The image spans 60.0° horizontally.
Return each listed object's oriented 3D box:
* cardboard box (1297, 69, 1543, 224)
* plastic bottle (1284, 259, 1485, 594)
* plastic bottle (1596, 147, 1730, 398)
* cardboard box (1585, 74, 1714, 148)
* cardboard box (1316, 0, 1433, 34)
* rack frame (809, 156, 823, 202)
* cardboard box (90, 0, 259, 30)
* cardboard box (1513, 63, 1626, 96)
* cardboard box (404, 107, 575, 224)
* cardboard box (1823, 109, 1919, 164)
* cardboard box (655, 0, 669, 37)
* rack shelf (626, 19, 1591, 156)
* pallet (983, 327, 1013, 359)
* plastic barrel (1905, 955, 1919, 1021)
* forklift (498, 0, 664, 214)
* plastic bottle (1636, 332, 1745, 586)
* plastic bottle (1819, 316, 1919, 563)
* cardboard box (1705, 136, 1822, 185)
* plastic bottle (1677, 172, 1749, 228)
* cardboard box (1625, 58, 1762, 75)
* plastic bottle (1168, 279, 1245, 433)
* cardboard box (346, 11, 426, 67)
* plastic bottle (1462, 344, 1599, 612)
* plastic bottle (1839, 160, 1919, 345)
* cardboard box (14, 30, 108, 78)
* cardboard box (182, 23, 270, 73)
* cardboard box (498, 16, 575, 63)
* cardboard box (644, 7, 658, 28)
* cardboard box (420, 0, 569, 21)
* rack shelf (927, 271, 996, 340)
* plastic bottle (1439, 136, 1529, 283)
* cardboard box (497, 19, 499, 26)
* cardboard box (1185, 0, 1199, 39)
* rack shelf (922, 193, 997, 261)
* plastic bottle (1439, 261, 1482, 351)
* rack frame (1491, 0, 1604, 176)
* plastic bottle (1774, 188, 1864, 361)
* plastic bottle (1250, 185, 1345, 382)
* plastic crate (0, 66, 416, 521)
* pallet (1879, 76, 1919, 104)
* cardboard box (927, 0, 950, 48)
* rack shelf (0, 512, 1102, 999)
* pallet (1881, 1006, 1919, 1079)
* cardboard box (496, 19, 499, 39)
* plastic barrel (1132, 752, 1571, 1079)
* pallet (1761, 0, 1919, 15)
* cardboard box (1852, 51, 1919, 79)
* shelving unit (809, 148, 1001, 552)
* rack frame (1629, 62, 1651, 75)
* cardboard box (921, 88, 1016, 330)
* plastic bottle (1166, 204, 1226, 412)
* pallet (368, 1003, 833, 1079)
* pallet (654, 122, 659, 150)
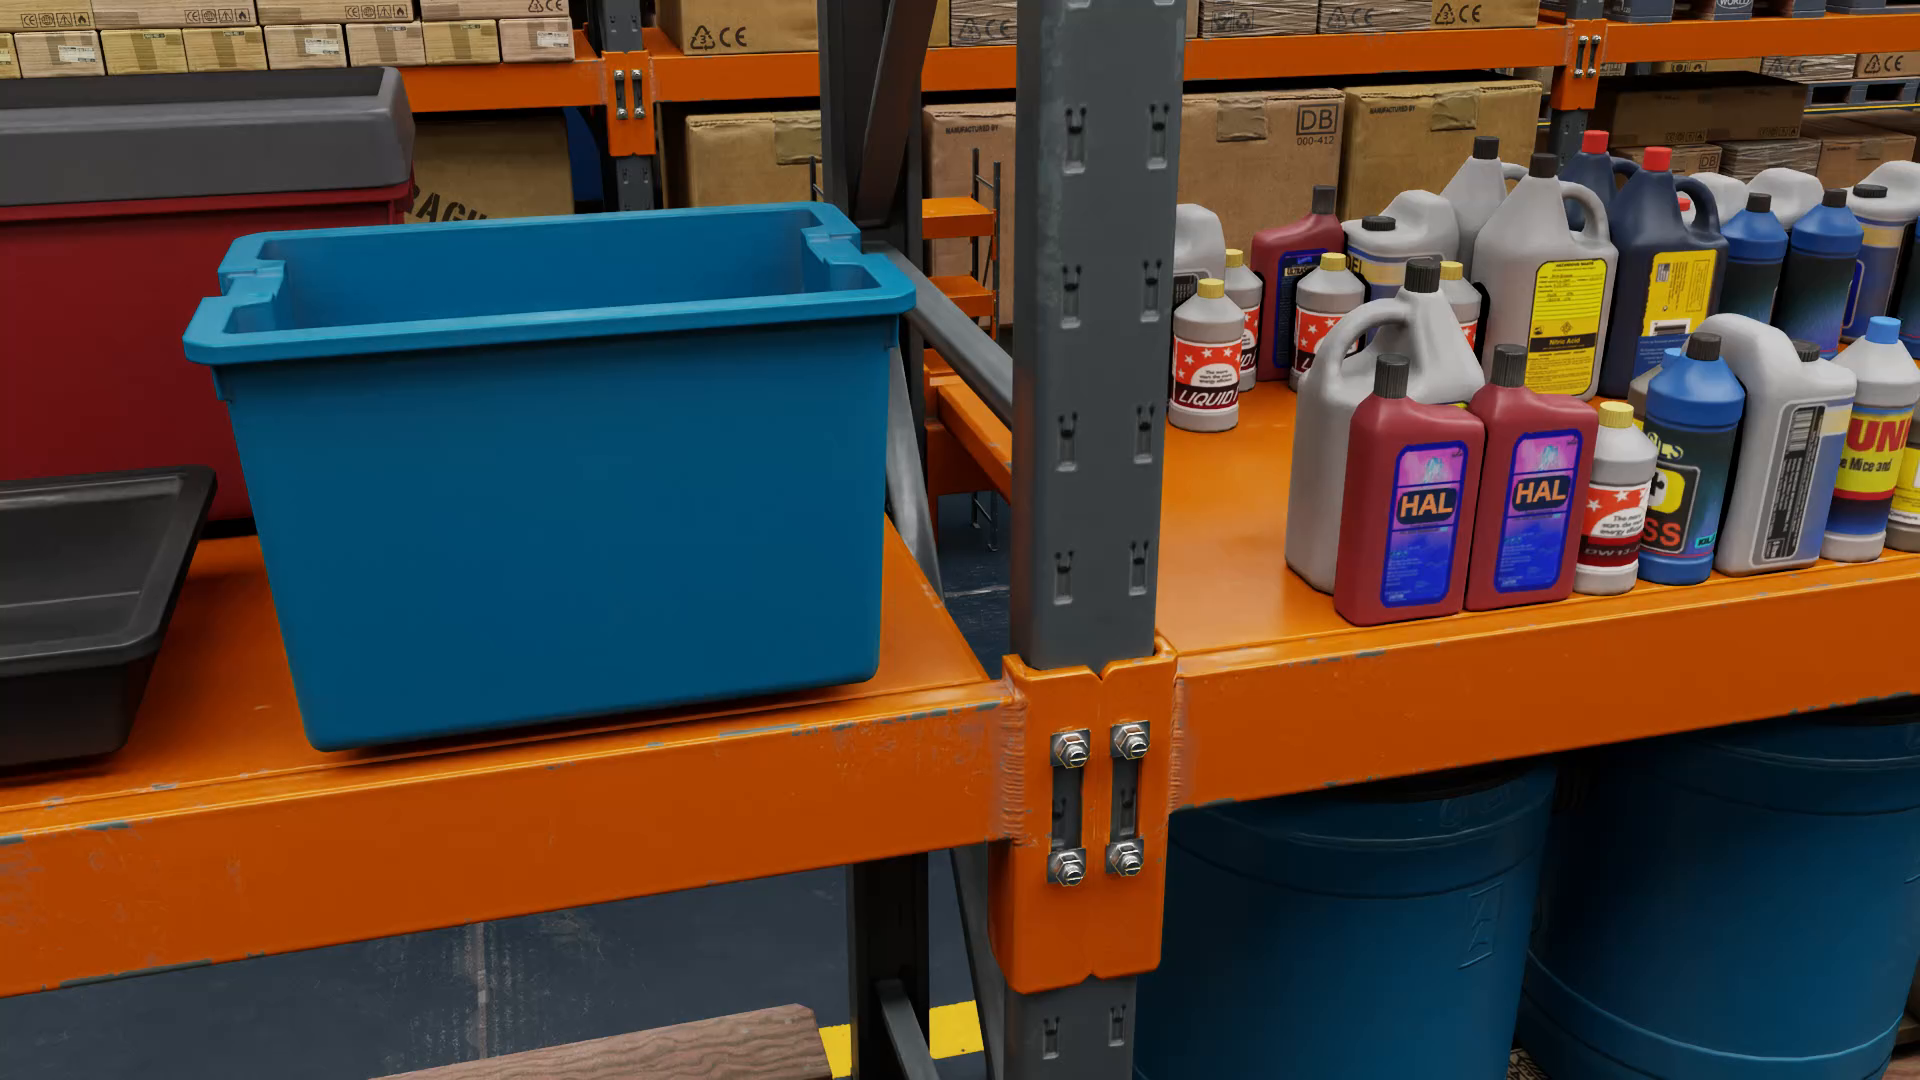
[{"bbox_3d":[1.841,-1.688,7.543,0.875,0.875,1.225,-7,24,-17],"label":"cardboard box"},{"bbox_3d":[0.464,-0.127,1.804,0.185,0.351,0.144,-6,24,-14],"label":"plastic bottle"},{"bbox_3d":[1.012,-0.395,2.430,0.185,0.351,0.144,-6,24,-14],"label":"plastic bottle"},{"bbox_3d":[3.149,-2.018,7.810,0.500,0.250,0.500,-5,24,-12],"label":"cardboard box"},{"bbox_3d":[1.622,-2.386,6.879,0.500,0.500,0.500,-7,24,-15],"label":"cardboard box"},{"bbox_3d":[-0.394,-0.508,4.912,0.015,1.200,0.240,-6,24,-14],"label":"rack frame"},{"bbox_3d":[-2.683,-1.922,5.738,0.500,0.250,0.500,-6,24,-13],"label":"cardboard box"},{"bbox_3d":[4.547,-3.916,12.893,0.750,0.750,1.050,-6,24,-15],"label":"cardboard box"},{"bbox_3d":[-1.997,-1.288,6.609,0.875,0.875,0.875,-6,24,-14],"label":"cardboard box"},{"bbox_3d":[4.763,-1.856,8.384,0.500,0.500,0.700,-8,25,-19],"label":"cardboard box"},{"bbox_3d":[-0.963,-2.311,6.704,0.500,0.500,0.500,-6,24,-14],"label":"cardboard box"},{"bbox_3d":[0.586,-1.994,7.005,4.000,0.370,1.077,-6,24,-14],"label":"rack shelf"},{"bbox_3d":[0.560,-1.072,7.481,1.213,0.211,1.003,-6,24,-14],"label":"pallet"},{"bbox_3d":[1.776,0.566,2.748,0.421,0.512,0.421,0,23,0],"label":"plastic barrel"},{"bbox_3d":[-1.545,-3.060,8.664,3.031,2.935,1.130,-7,24,-15],"label":"forklift"},{"bbox_3d":[0.795,-0.093,1.825,0.097,0.271,0.097,0,23,0],"label":"plastic bottle"},{"bbox_3d":[1.018,-0.117,1.882,0.097,0.271,0.097,0,23,0],"label":"plastic bottle"},{"bbox_3d":[3.682,-1.734,8.098,0.500,0.500,0.700,-8,25,-19],"label":"cardboard box"},{"bbox_3d":[1.128,-0.431,2.608,0.135,0.276,0.152,-6,24,-14],"label":"plastic bottle"},{"bbox_3d":[5.745,-4.114,13.196,0.875,0.875,0.875,-6,24,-14],"label":"cardboard box"},{"bbox_3d":[0.342,-0.259,2.301,0.097,0.201,0.097,0,23,0],"label":"plastic bottle"},{"bbox_3d":[-2.040,-1.784,5.923,0.250,0.149,0.380,-7,24,-15],"label":"cardboard box"},{"bbox_3d":[0.595,-0.068,1.754,0.133,0.283,0.061,-6,24,-14],"label":"plastic bottle"},{"bbox_3d":[1.480,-0.470,2.699,0.135,0.276,0.152,-6,24,-14],"label":"plastic bottle"},{"bbox_3d":[-3.027,-1.675,5.669,0.250,0.149,0.380,-6,24,-14],"label":"cardboard box"},{"bbox_3d":[-2.536,-1.729,5.794,0.250,0.149,0.380,-6,24,-13],"label":"cardboard box"},{"bbox_3d":[-1.545,-1.839,6.050,0.250,0.149,0.380,-6,24,-14],"label":"cardboard box"},{"bbox_3d":[-1.799,-3.372,10.992,0.500,0.250,0.500,-7,24,-17],"label":"cardboard box"},{"bbox_3d":[-1.694,-2.032,5.995,0.500,0.250,0.500,-7,24,-15],"label":"cardboard box"},{"bbox_3d":[-0.159,-0.678,4.911,0.480,0.148,0.258,-6,24,-14],"label":"rack shelf"},{"bbox_3d":[0.795,-0.430,2.511,0.185,0.351,0.144,-6,24,-14],"label":"plastic bottle"},{"bbox_3d":[-4.650,-4.863,15.496,0.875,0.438,0.875,-7,24,-15],"label":"cardboard box"},{"bbox_3d":[0.633,-2.275,6.622,0.500,0.500,0.500,-6,24,-13],"label":"cardboard box"},{"bbox_3d":[-0.159,-0.895,4.817,0.480,0.148,0.258,-6,24,-14],"label":"rack shelf"},{"bbox_3d":[0.694,-0.298,2.392,0.097,0.201,0.097,0,23,0],"label":"plastic bottle"},{"bbox_3d":[2.512,-2.537,7.359,0.127,3.000,1.000,-6,24,-14],"label":"rack frame"},{"bbox_3d":[1.309,-0.398,2.537,0.097,0.271,0.097,0,23,0],"label":"plastic bottle"},{"bbox_3d":[0.501,-0.384,2.489,0.133,0.283,0.061,-6,24,-14],"label":"plastic bottle"},{"bbox_3d":[-0.929,-0.288,1.960,0.583,0.464,0.402,-6,24,-14],"label":"plastic crate"},{"bbox_3d":[8.223,-3.887,14.041,1.213,0.211,1.003,-6,24,-14],"label":"pallet"},{"bbox_3d":[-0.346,-2.165,6.365,0.500,0.500,0.500,-6,24,-14],"label":"cardboard box"},{"bbox_3d":[-1.927,0.313,1.629,4.000,0.370,1.077,-6,24,-14],"label":"rack shelf"},{"bbox_3d":[1.929,0.853,2.995,1.213,0.211,1.003,-6,24,-14],"label":"pallet"},{"bbox_3d":[-1.967,-2.063,6.571,0.250,0.149,0.380,-7,24,-16],"label":"cardboard box"},{"bbox_3d":[0.527,0.489,2.435,0.708,0.901,0.600,-6,24,-14],"label":"plastic barrel"},{"bbox_3d":[4.406,-2.676,7.925,1.213,0.211,1.003,-6,24,-14],"label":"pallet"},{"bbox_3d":[7.490,-4.308,13.648,0.875,0.875,0.875,-7,24,-15],"label":"cardboard box"},{"bbox_3d":[-0.159,-0.534,4.972,0.503,1.200,0.258,-6,24,-14],"label":"shelving unit"},{"bbox_3d":[5.120,-4.857,12.766,0.127,3.000,1.000,-6,24,-14],"label":"rack frame"},{"bbox_3d":[0.131,-1.499,7.102,0.875,0.875,1.225,-7,24,-16],"label":"cardboard box"},{"bbox_3d":[0.290,-0.339,2.392,0.135,0.276,0.152,-6,24,-14],"label":"plastic bottle"},{"bbox_3d":[-0.699,1.144,2.317,1.213,0.211,1.003,-6,24,-14],"label":"pallet"},{"bbox_3d":[-1.833,-2.807,11.524,1.213,0.211,1.003,-6,24,-14],"label":"pallet"}]
